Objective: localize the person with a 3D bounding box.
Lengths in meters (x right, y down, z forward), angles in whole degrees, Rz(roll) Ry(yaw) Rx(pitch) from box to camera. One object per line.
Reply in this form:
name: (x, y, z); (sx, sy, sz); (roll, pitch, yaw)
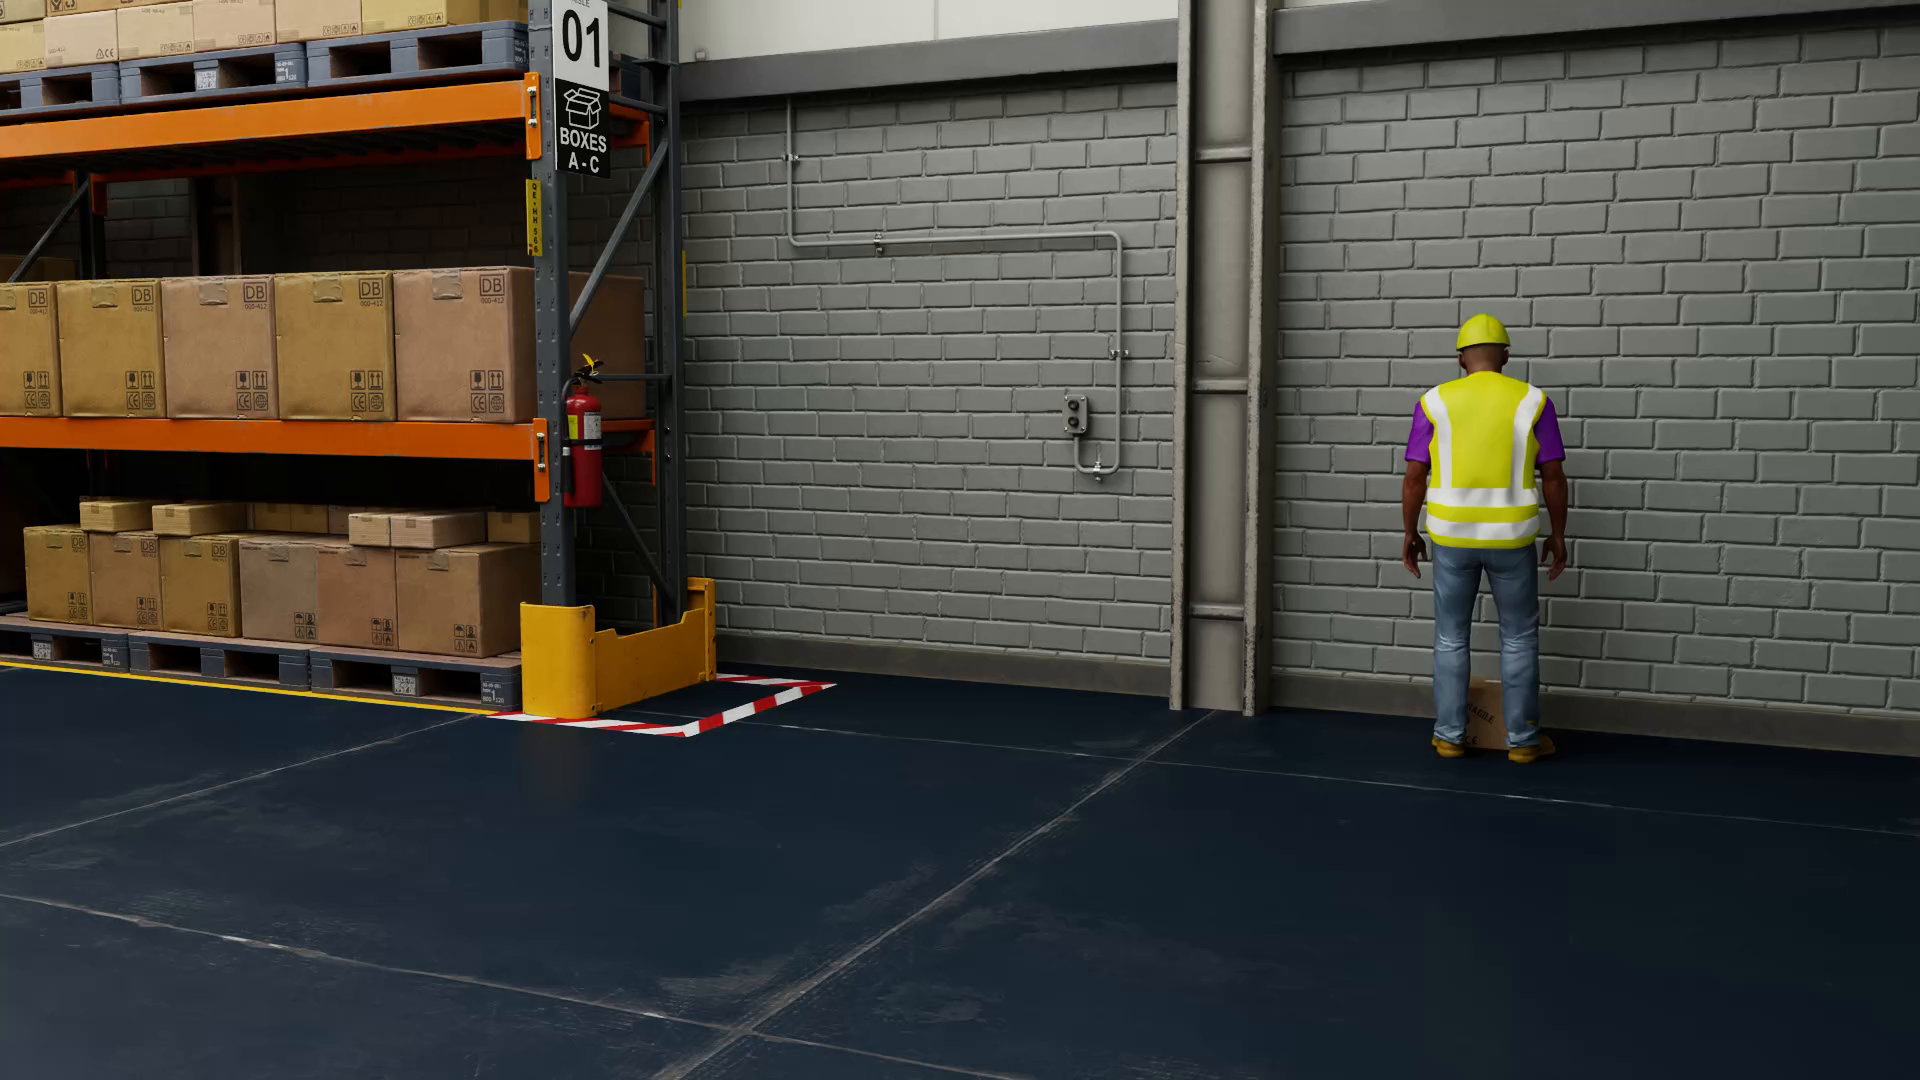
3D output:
person: (2.080, -0.015, 6.606); (0.630, 1.759, 0.460); (2, 6, 20)
